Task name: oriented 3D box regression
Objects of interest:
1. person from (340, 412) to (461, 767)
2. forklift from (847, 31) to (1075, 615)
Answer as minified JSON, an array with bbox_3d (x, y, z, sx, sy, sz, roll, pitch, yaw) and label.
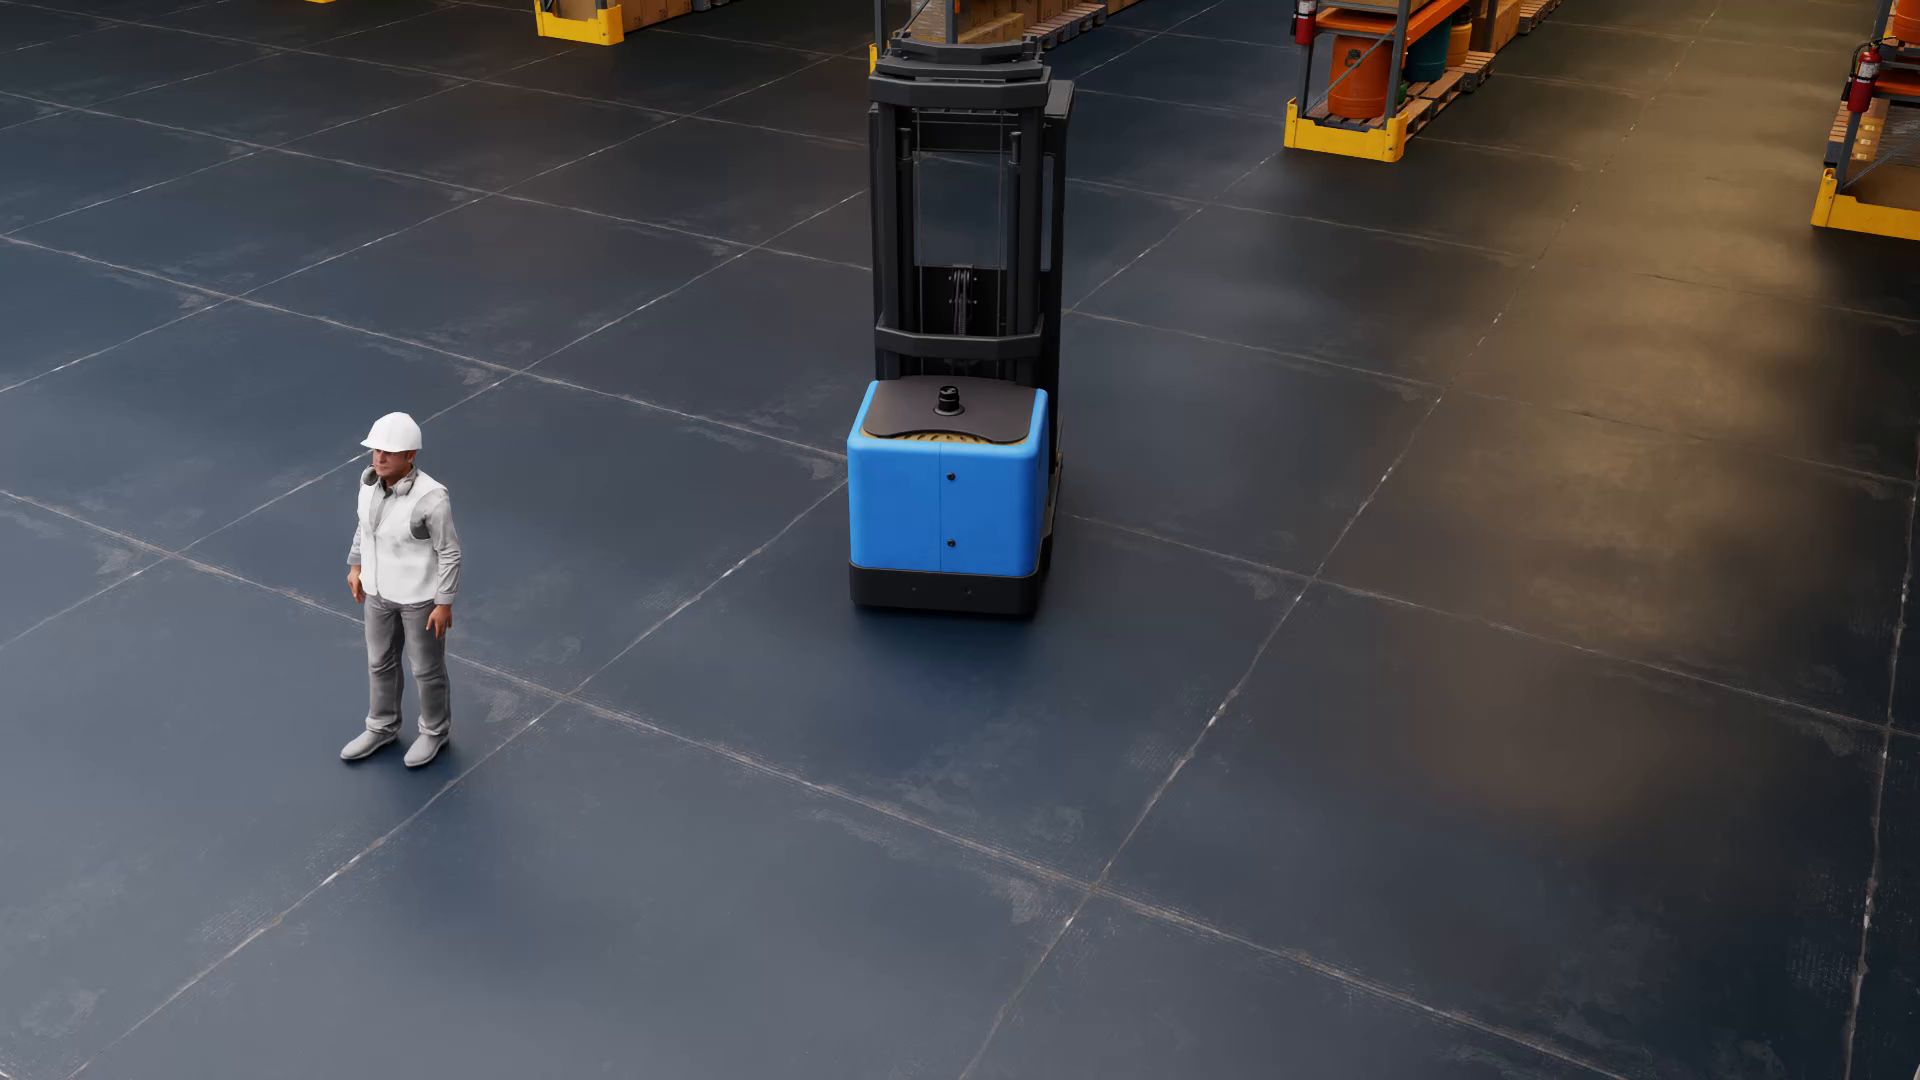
[{"bbox_3d":[-2.640,0.256,7.770,0.632,1.773,0.569,16,33,25],"label":"person"},{"bbox_3d":[0.072,-1.572,9.794,1.130,2.935,3.031,3,30,6],"label":"forklift"}]
